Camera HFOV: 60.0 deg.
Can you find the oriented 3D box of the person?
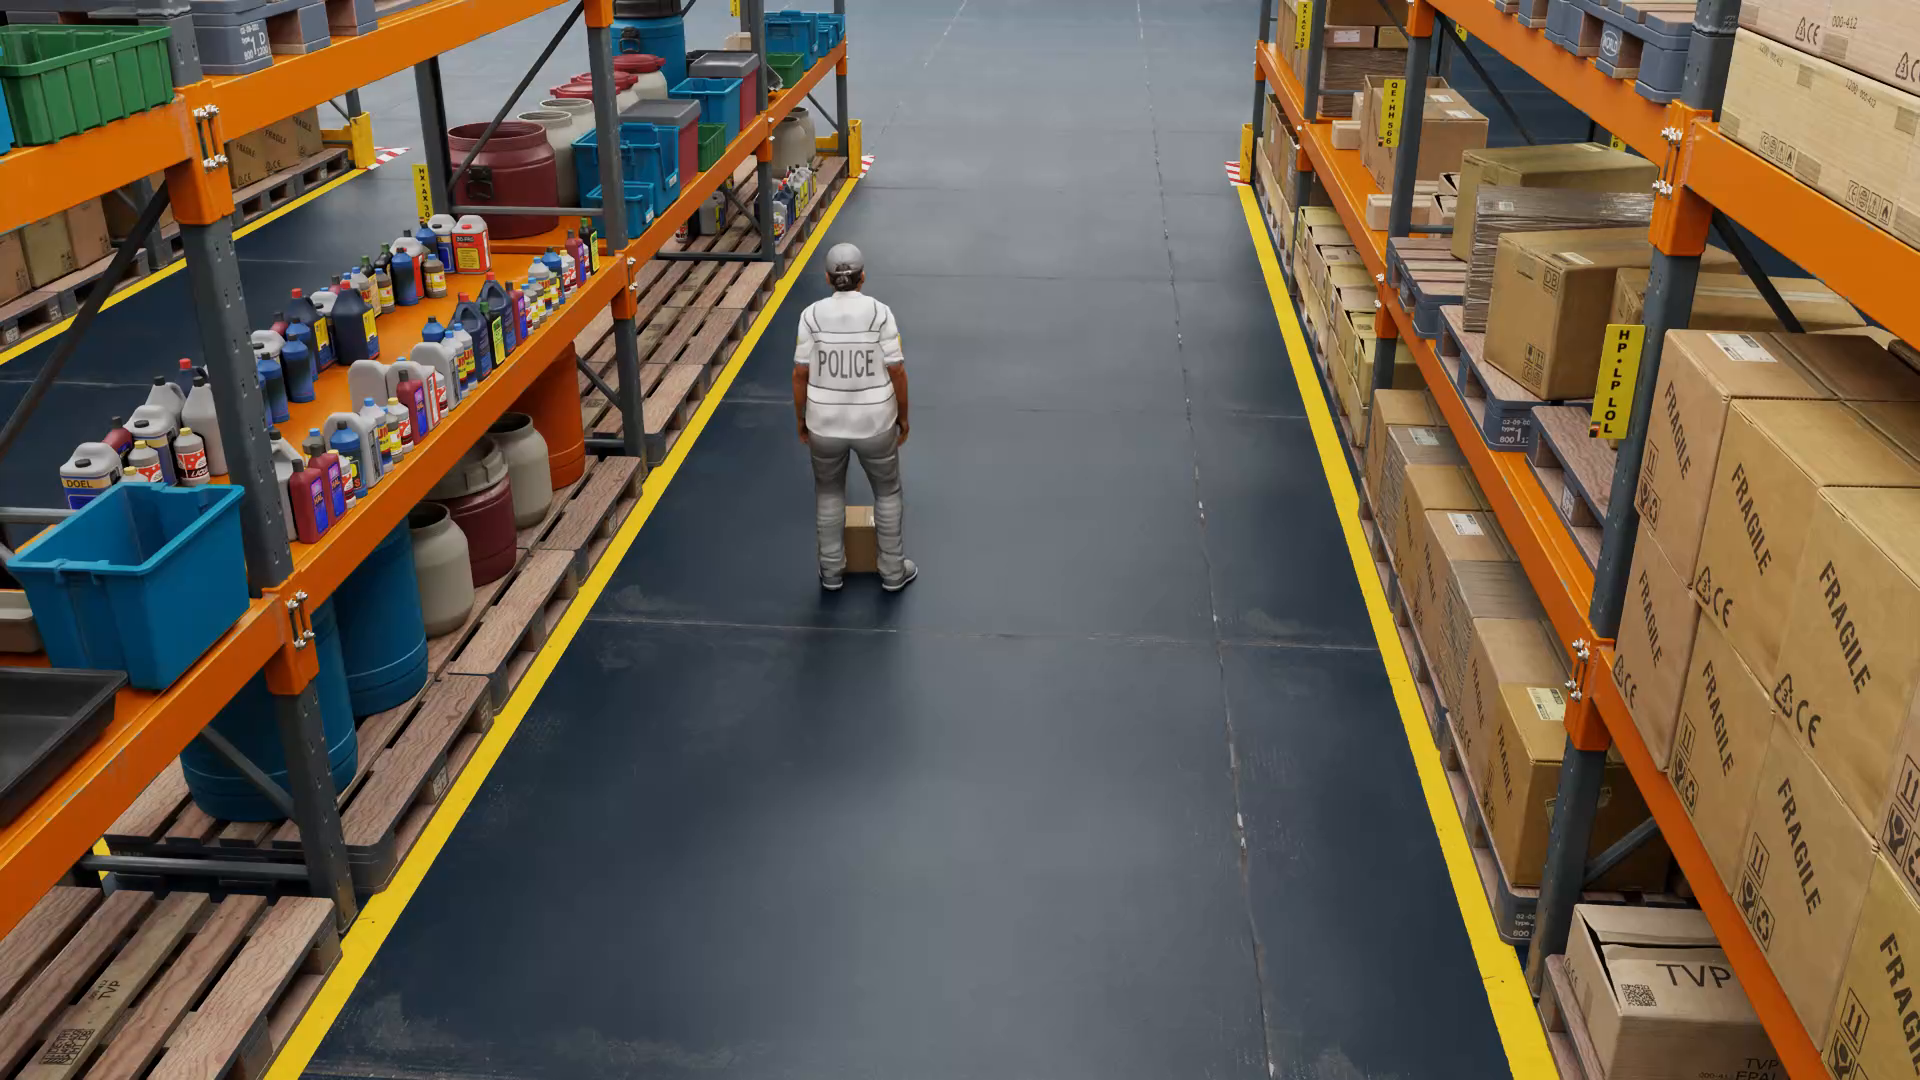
[{"bbox_3d":[-0.487,-0.557,7.809,0.548,1.667,0.467,1,25,2],"label":"person"}]
